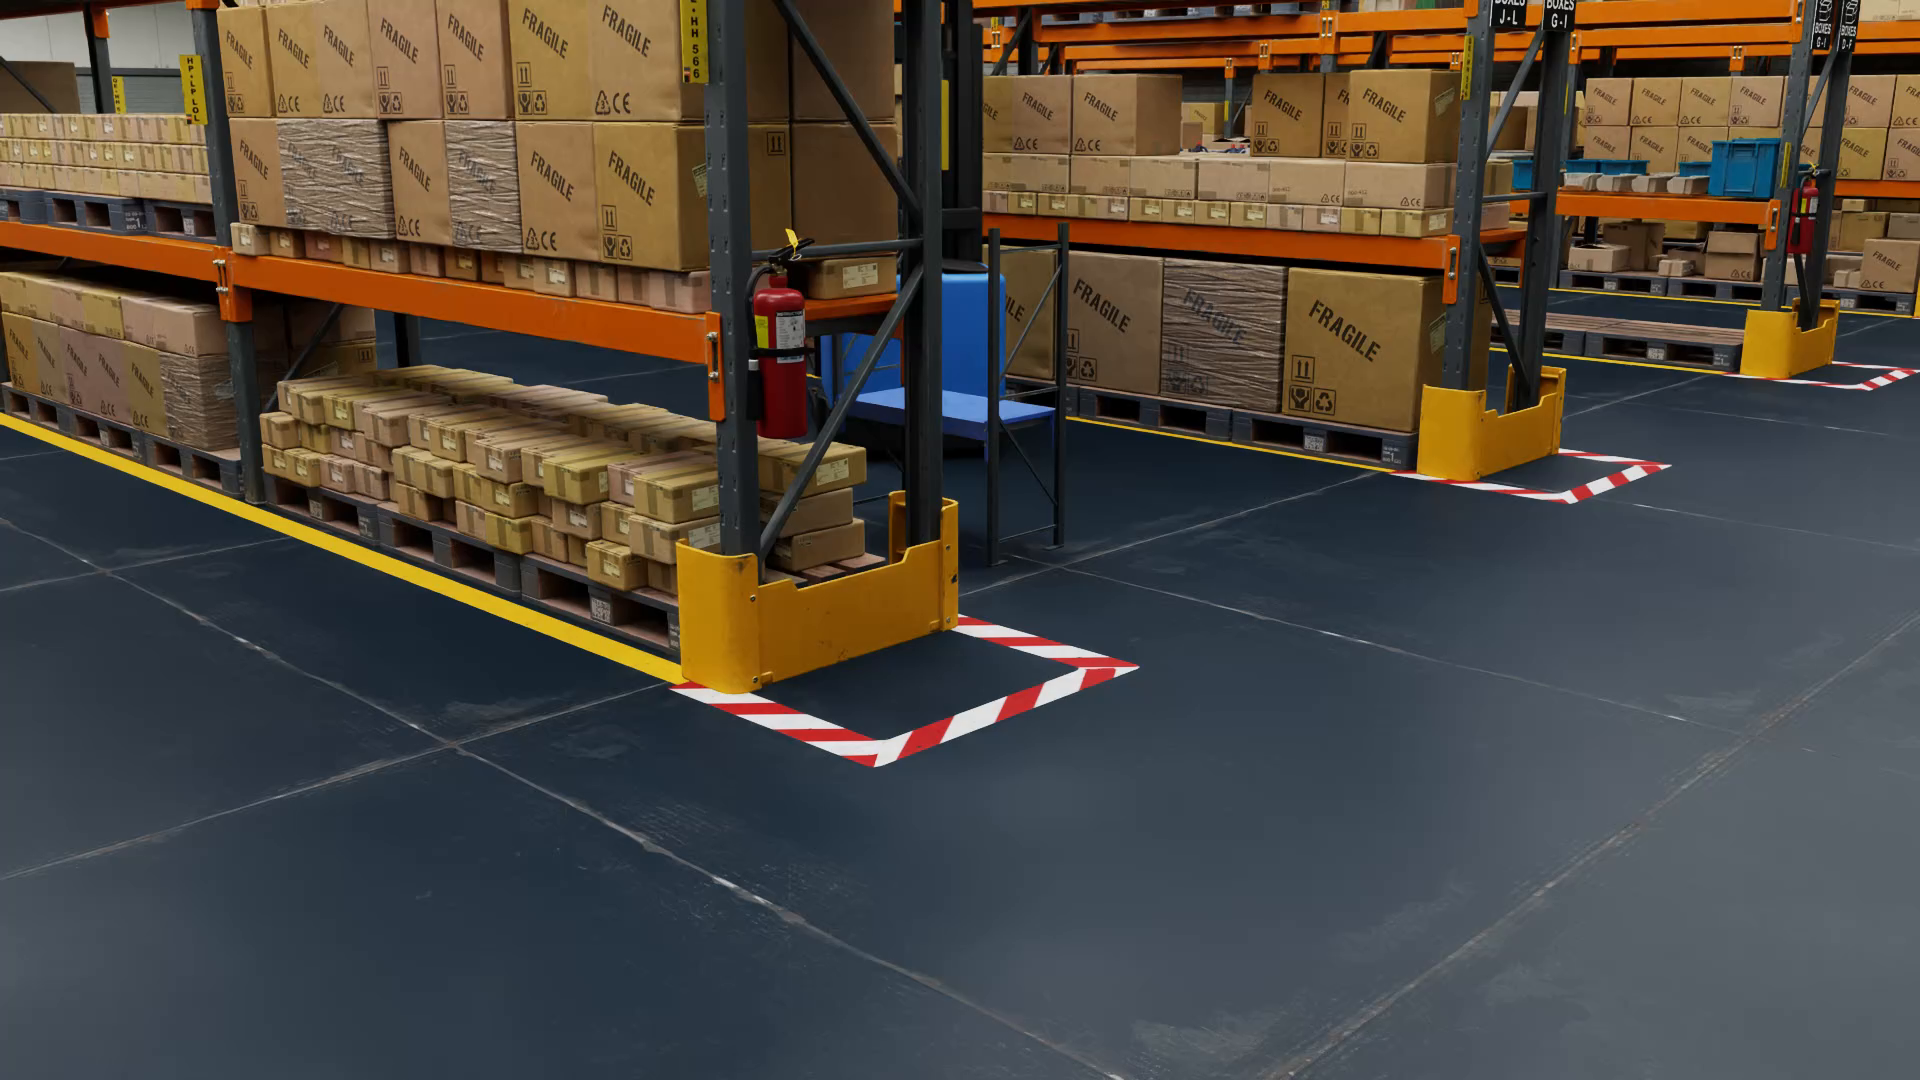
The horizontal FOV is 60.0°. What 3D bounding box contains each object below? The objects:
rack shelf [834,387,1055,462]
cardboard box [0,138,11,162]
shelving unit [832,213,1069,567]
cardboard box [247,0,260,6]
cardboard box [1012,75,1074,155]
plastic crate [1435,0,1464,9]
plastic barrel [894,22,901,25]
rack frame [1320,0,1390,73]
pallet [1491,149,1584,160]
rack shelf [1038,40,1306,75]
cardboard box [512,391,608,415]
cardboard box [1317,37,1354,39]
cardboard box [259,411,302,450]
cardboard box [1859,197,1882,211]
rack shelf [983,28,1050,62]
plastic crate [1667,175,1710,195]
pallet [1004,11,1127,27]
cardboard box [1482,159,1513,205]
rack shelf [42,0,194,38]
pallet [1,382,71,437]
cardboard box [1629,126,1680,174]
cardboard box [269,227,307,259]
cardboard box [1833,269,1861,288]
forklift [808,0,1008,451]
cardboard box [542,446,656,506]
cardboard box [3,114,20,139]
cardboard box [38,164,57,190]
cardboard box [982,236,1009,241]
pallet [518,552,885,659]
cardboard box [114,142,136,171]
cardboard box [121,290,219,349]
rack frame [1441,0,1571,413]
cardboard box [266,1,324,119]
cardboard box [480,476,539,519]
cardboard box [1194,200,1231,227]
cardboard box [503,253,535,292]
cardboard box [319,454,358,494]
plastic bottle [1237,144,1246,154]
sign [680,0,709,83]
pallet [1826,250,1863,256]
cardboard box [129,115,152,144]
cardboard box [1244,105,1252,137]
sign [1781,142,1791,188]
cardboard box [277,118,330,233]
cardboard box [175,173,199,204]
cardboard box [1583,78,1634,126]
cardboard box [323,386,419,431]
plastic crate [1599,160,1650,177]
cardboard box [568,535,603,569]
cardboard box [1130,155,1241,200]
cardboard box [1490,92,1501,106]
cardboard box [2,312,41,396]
[{"bbox_3d":[-0.061,-0.567,7.846,1.000,0.185,0.538,14,20,42],"label":"rack shelf"},{"bbox_3d":[-6.006,-2.529,10.763,0.380,0.149,0.250,-13,20,-42],"label":"cardboard box"},{"bbox_3d":[-0.061,-0.741,7.800,1.048,1.500,0.538,14,20,42],"label":"shelving unit"},{"bbox_3d":[-7.715,-6.000,18.568,0.250,0.149,0.380,14,20,42],"label":"cardboard box"},{"bbox_3d":[0.697,-2.823,11.038,0.500,0.500,0.500,14,20,42],"label":"cardboard box"},{"bbox_3d":[4.322,-4.627,14.050,0.590,0.269,0.497,14,20,42],"label":"plastic crate"},{"bbox_3d":[-0.682,-6.321,19.300,0.708,0.901,0.600,14,20,42],"label":"plastic barrel"},{"bbox_3d":[3.618,-3.506,15.437,0.127,3.000,1.000,14,20,42],"label":"rack frame"},{"bbox_3d":[6.560,-4.471,19.522,1.213,0.211,1.003,14,20,42],"label":"pallet"},{"bbox_3d":[2.740,-6.558,22.628,4.000,0.370,1.077,14,20,42],"label":"rack shelf"},{"bbox_3d":[-1.908,-0.606,7.949,0.250,0.149,0.380,13,19,40],"label":"cardboard box"},{"bbox_3d":[4.884,-6.445,20.569,0.500,0.500,0.910,14,20,42],"label":"cardboard box"},{"bbox_3d":[-3.296,-0.570,8.402,0.380,0.149,0.250,-13,20,-42],"label":"cardboard box"},{"bbox_3d":[11.748,-4.341,21.482,0.250,0.149,0.380,14,20,43],"label":"cardboard box"},{"bbox_3d":[-0.701,-5.659,19.180,4.000,0.370,1.077,14,20,42],"label":"rack shelf"},{"bbox_3d":[5.785,-2.817,13.198,0.243,0.136,0.396,14,20,42],"label":"plastic crate"},{"bbox_3d":[1.222,-5.414,17.188,1.213,0.211,1.003,14,20,42],"label":"pallet"},{"bbox_3d":[2.902,-2.111,9.792,0.500,0.250,0.500,13,19,41],"label":"cardboard box"},{"bbox_3d":[-4.775,-3.177,9.656,4.000,0.370,1.077,14,20,42],"label":"rack shelf"},{"bbox_3d":[-5.653,-0.938,11.112,1.213,0.211,1.003,14,20,42],"label":"pallet"},{"bbox_3d":[7.608,-4.225,17.999,0.500,0.500,0.500,14,20,43],"label":"cardboard box"},{"bbox_3d":[-3.121,-1.462,8.091,0.380,0.149,0.250,-14,20,-43],"label":"cardboard box"},{"bbox_3d":[9.147,-2.684,17.029,0.250,0.166,0.380,14,20,42],"label":"cardboard box"},{"bbox_3d":[-0.435,-2.250,10.754,1.130,2.935,3.031,-2,15,-8],"label":"forklift"},{"bbox_3d":[-1.428,-0.259,6.618,0.250,0.149,0.380,13,20,41],"label":"cardboard box"},{"bbox_3d":[-5.821,-2.631,10.566,0.250,0.149,0.380,13,19,41],"label":"cardboard box"},{"bbox_3d":[-5.450,-2.250,10.283,0.380,0.149,0.250,-13,20,-42],"label":"cardboard box"},{"bbox_3d":[-0.294,-1.890,12.618,0.875,0.875,1.225,14,20,42],"label":"cardboard box"},{"bbox_3d":[-1.071,0.163,6.886,1.213,0.211,1.003,14,20,42],"label":"pallet"},{"bbox_3d":[-4.512,-2.166,9.372,0.250,0.149,0.380,12,19,39],"label":"cardboard box"},{"bbox_3d":[-4.407,-1.257,9.446,0.500,0.250,0.500,-13,20,-42],"label":"cardboard box"},{"bbox_3d":[3.060,-1.907,9.300,0.127,3.000,1.000,14,20,42],"label":"rack frame"},{"bbox_3d":[-2.796,-2.189,7.613,0.500,0.500,0.500,13,19,41],"label":"cardboard box"},{"bbox_3d":[-1.791,-0.211,7.024,0.250,0.149,0.380,14,20,43],"label":"cardboard box"},{"bbox_3d":[1.652,-2.011,10.201,0.250,0.149,0.380,14,20,42],"label":"cardboard box"},{"bbox_3d":[-1.599,-1.092,6.671,0.250,0.149,0.380,13,19,40],"label":"cardboard box"},{"bbox_3d":[-2.889,-0.345,8.128,0.250,0.149,0.380,14,20,42],"label":"cardboard box"},{"bbox_3d":[2.696,-3.642,16.058,0.185,0.351,0.144,14,20,42],"label":"plastic bottle"},{"bbox_3d":[-0.855,-1.640,5.354,0.005,0.325,0.100,14,20,42],"label":"sign"},{"bbox_3d":[11.870,-3.594,21.306,1.213,0.211,1.003,14,20,42],"label":"pallet"},{"bbox_3d":[-4.327,-2.267,9.168,0.250,0.149,0.380,14,20,42],"label":"cardboard box"},{"bbox_3d":[5.079,-6.870,27.279,0.500,0.500,0.700,14,20,42],"label":"cardboard box"},{"bbox_3d":[6.128,-2.782,12.336,0.005,0.325,0.100,14,20,42],"label":"sign"},{"bbox_3d":[-2.792,-1.699,7.714,0.500,0.500,0.500,14,20,42],"label":"cardboard box"},{"bbox_3d":[-3.946,-1.885,8.881,0.250,0.149,0.380,14,20,43],"label":"cardboard box"},{"bbox_3d":[7.203,-4.803,18.234,0.500,0.500,0.500,-14,20,-43],"label":"cardboard box"},{"bbox_3d":[-2.857,-0.643,8.094,0.250,0.149,0.380,13,20,41],"label":"cardboard box"},{"bbox_3d":[5.601,-3.087,14.044,0.300,0.233,0.416,14,20,42],"label":"plastic crate"},{"bbox_3d":[-1.365,0.010,6.767,0.250,0.149,0.380,14,20,42],"label":"cardboard box"},{"bbox_3d":[1.418,-2.283,10.452,0.500,0.250,0.500,14,20,42],"label":"cardboard box"},{"bbox_3d":[7.784,-6.438,24.374,0.500,0.250,0.500,-14,20,-43],"label":"cardboard box"},{"bbox_3d":[-5.882,-1.248,10.896,0.500,0.500,0.500,13,19,40],"label":"cardboard box"}]
